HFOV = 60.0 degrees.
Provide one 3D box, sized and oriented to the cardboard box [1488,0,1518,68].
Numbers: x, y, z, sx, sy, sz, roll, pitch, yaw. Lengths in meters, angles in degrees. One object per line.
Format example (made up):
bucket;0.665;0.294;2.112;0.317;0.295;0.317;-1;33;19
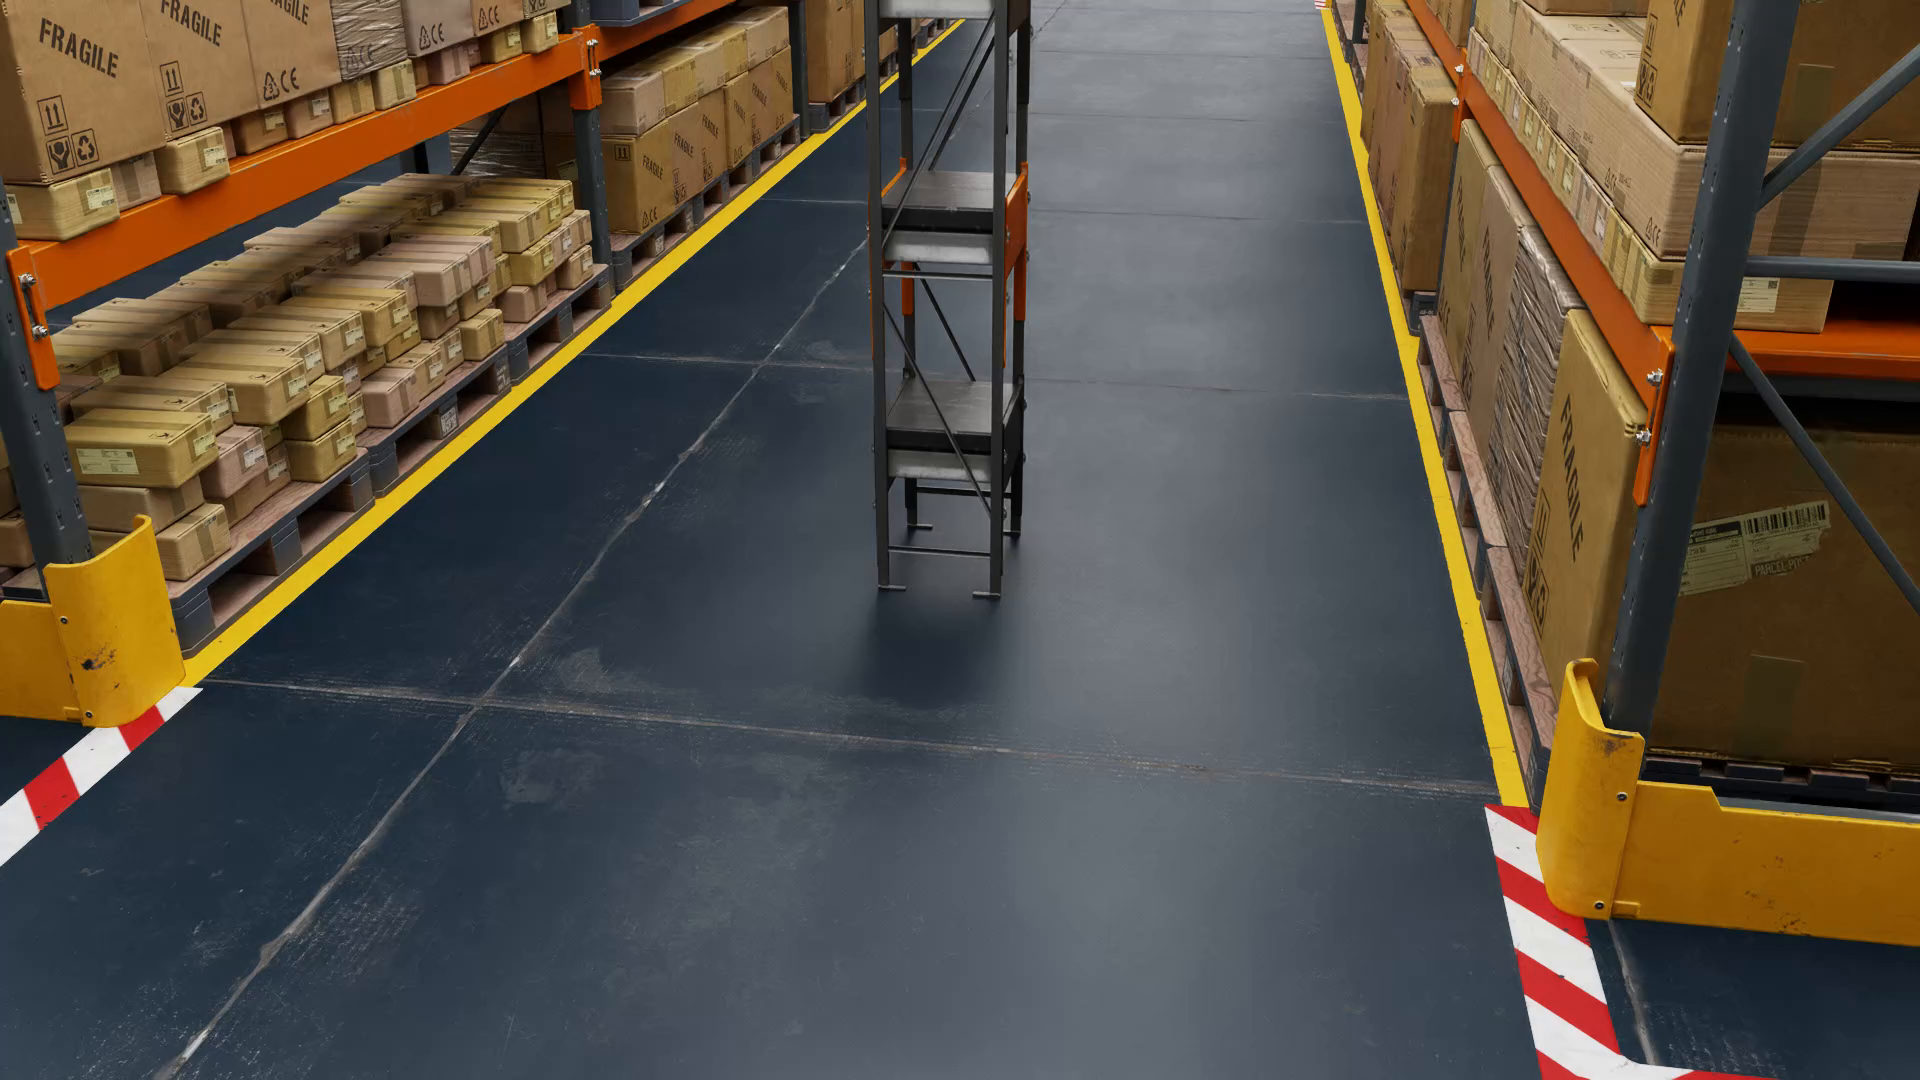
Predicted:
cardboard box;2.225;-1.879;6.051;0.500;0.250;0.500;4;25;8

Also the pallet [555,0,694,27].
pallet;-1.962;-2.807;8.434;1.003;0.211;1.213;4;25;9

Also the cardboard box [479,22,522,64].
cardboard box;-2.083;-2.111;7.019;0.380;0.149;0.250;5;26;11

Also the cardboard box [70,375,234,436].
cardboard box;-2.537;-0.399;5.229;0.380;0.149;0.250;4;25;9

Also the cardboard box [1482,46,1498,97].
cardboard box;2.185;-1.763;6.275;0.380;0.149;0.250;5;26;10

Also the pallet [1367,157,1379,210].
pallet;3.097;-2.283;10.379;1.003;0.211;1.213;4;25;9

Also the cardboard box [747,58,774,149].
cardboard box;-1.515;-2.805;10.657;0.500;0.500;0.500;5;26;11

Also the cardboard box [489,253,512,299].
cardboard box;-2.164;-1.138;7.160;0.380;0.149;0.250;4;25;9

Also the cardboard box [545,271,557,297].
cardboard box;-2.083;-1.192;7.627;0.380;0.149;0.250;5;25;10

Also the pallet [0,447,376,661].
pallet;-2.704;-0.017;5.537;1.003;0.211;1.213;4;25;9

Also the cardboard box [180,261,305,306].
cardboard box;-2.772;-0.971;6.451;0.380;0.149;0.250;4;25;9

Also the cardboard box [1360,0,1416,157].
cardboard box;3.167;-2.812;10.229;1.225;0.875;0.875;3;25;6

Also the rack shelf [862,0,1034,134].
rack shelf;-0.027;-1.503;4.866;0.431;0.518;0.480;4;25;9

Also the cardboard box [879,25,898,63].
cardboard box;-1.097;-4.432;13.838;1.050;0.750;0.750;4;25;9

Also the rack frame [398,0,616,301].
rack frame;-2.230;-2.584;7.732;1.000;3.000;0.127;4;25;9

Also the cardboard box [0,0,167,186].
cardboard box;-2.538;-1.260;4.434;0.500;0.500;0.500;5;26;11

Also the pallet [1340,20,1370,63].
pallet;4.029;-4.564;15.252;1.003;0.211;1.213;4;25;9

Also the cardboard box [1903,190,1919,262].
cardboard box;2.338;-0.774;3.691;0.500;0.250;0.500;3;25;7

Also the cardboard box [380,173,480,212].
cardboard box;-2.491;-1.623;7.844;0.380;0.149;0.250;5;26;11

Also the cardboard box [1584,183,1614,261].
cardboard box;1.809;-0.797;4.211;0.380;0.149;0.250;4;25;9

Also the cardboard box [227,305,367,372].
cardboard box;-2.356;-0.720;5.915;0.380;0.149;0.250;5;26;11

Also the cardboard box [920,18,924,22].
cardboard box;-0.751;-5.416;15.793;0.875;0.875;0.875;4;25;9

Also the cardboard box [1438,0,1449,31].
cardboard box;2.541;-2.664;7.786;0.500;0.500;0.500;5;26;10

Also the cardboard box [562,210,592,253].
cardboard box;-1.968;-1.464;7.856;0.380;0.149;0.250;5;25;10

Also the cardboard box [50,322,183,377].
cardboard box;-2.928;-0.640;5.746;0.380;0.149;0.250;3;25;6

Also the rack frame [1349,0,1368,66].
rack frame;3.954;-5.544;14.055;1.000;3.000;0.127;4;25;9

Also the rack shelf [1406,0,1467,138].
rack shelf;2.973;-2.709;8.847;1.077;0.370;4.000;4;25;9

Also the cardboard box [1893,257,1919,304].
cardboard box;2.417;-0.644;3.884;0.380;0.149;0.250;4;25;8

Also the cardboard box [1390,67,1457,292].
cardboard box;2.731;-1.695;7.844;1.225;0.875;0.875;4;25;9

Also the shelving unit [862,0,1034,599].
shelving unit;-0.027;-0.882;5.157;0.431;2.100;0.503;4;25;9

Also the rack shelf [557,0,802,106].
rack shelf;-1.903;-3.094;9.671;1.077;0.370;4.000;4;25;9

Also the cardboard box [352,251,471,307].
cardboard box;-2.172;-1.035;6.588;0.380;0.149;0.250;3;25;7

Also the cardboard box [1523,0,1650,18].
cardboard box;2.148;-1.998;5.423;0.500;0.500;0.500;3;25;7

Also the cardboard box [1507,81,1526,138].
cardboard box;2.059;-1.441;5.587;0.380;0.149;0.250;4;25;9

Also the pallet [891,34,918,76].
pallet;-0.975;-4.339;14.770;1.003;0.211;1.213;4;25;9

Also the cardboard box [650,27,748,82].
cardboard box;-1.600;-2.927;10.033;0.500;0.250;0.500;5;25;10

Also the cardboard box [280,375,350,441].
cardboard box;-2.343;-0.465;5.721;0.380;0.149;0.250;5;26;10

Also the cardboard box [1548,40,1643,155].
cardboard box;1.977;-1.238;4.682;0.500;0.250;0.500;3;25;7

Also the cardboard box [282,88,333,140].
cardboard box;-2.366;-1.459;5.625;0.380;0.149;0.250;4;25;7

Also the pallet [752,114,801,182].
pallet;-1.706;-2.667;11.199;1.003;0.211;1.213;4;25;9

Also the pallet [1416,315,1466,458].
pallet;2.445;-0.622;6.831;1.003;0.211;1.213;4;25;9

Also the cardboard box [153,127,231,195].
cardboard box;-2.410;-1.128;4.918;0.380;0.149;0.250;3;25;7

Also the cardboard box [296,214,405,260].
cardboard box;-2.607;-1.292;7.137;0.380;0.149;0.250;3;25;7

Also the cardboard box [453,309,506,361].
cardboard box;-2.127;-0.862;6.922;0.380;0.149;0.250;4;25;8

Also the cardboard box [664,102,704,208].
cardboard box;-1.763;-2.154;9.267;0.500;0.500;0.500;5;26;11

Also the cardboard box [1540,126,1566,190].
cardboard box;1.933;-1.119;4.898;0.380;0.149;0.250;4;25;9

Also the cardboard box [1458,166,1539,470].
cardboard box;2.313;-0.779;5.887;0.875;0.875;0.875;4;25;9

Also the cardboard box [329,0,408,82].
cardboard box;-2.306;-1.903;5.808;0.500;0.500;0.500;3;25;7

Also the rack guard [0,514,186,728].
rack guard;-2.871;0.189;4.756;1.175;0.500;0.348;4;25;9

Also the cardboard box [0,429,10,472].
cardboard box;-3.047;-0.318;5.057;0.380;0.149;0.250;4;25;9

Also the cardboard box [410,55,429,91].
cardboard box;-2.259;-1.787;6.326;0.380;0.149;0.250;4;25;8

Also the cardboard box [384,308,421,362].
cardboard box;-2.336;-0.811;6.461;0.380;0.149;0.250;5;26;11

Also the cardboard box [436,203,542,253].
cardboard box;-2.068;-1.371;7.307;0.380;0.149;0.250;4;25;8

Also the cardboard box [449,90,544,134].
cardboard box;-2.358;-2.311;8.717;0.500;0.250;0.500;3;25;7

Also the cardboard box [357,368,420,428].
cardboard box;-2.263;-0.537;6.227;0.380;0.149;0.250;3;25;6

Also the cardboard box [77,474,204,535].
cardboard box;-2.545;-0.146;5.040;0.380;0.149;0.250;5;26;11

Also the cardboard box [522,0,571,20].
cardboard box;-2.031;-2.542;7.174;0.500;0.500;0.500;4;25;9

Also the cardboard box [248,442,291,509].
cardboard box;-2.487;-0.226;5.563;0.380;0.149;0.250;4;25;9

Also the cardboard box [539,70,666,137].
cardboard box;-1.849;-2.272;8.635;0.500;0.250;0.500;3;25;6
